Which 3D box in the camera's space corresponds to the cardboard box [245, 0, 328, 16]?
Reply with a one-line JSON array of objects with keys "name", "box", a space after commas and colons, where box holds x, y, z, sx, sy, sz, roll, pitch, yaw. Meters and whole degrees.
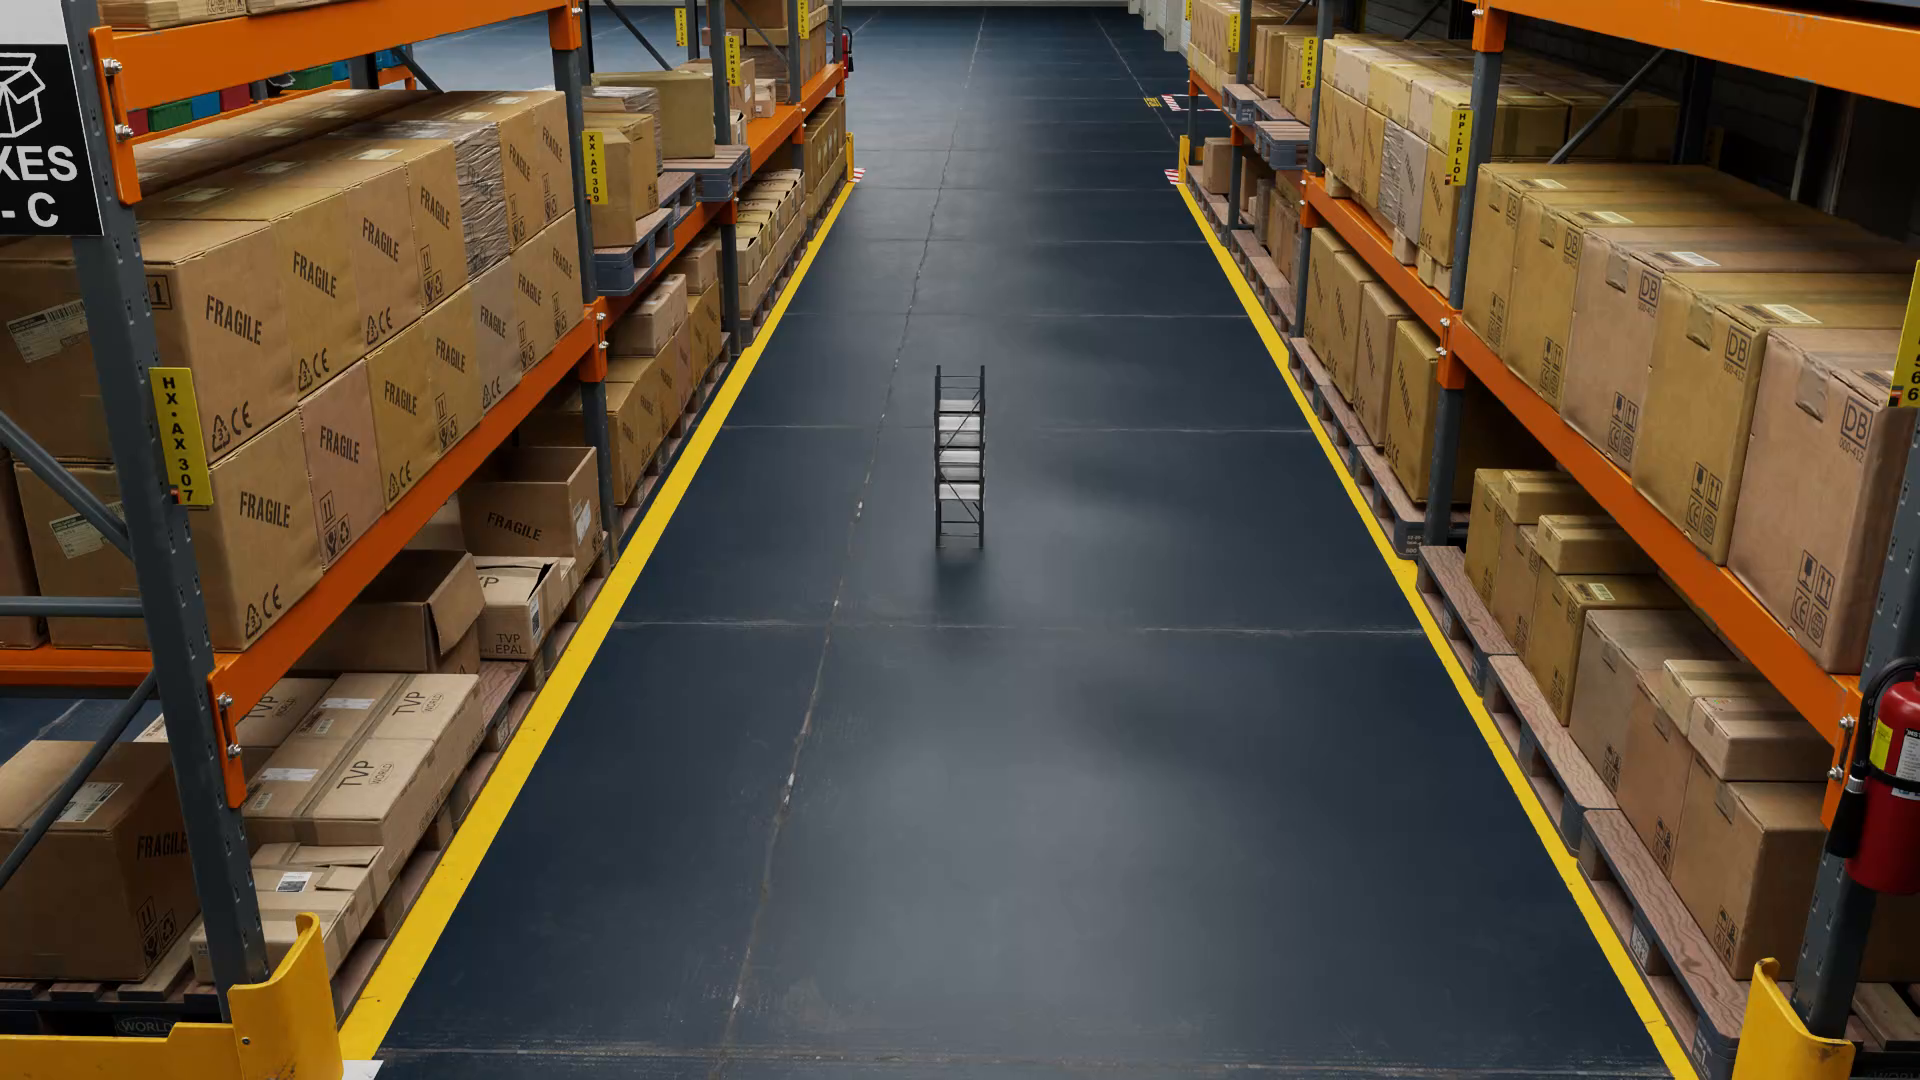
[{"name": "cardboard box", "box": [-2.021, -1.528, 4.381, 0.500, 0.250, 0.500, 1, 21, 2]}]

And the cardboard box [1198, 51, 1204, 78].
[{"name": "cardboard box", "box": [2.764, -4.962, 17.351, 0.500, 0.250, 0.500, 0, 21, 1]}]

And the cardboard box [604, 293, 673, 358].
[{"name": "cardboard box", "box": [-1.909, -1.206, 9.300, 0.500, 0.250, 0.500, 1, 21, 2]}]

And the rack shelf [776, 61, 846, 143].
[{"name": "rack shelf", "box": [-1.893, -4.563, 17.136, 1.077, 0.370, 4.000, 1, 21, 2]}]

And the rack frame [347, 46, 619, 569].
[{"name": "rack frame", "box": [-2.198, -1.282, 7.687, 1.000, 3.000, 0.127, 1, 21, 2]}]

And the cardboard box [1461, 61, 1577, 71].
[{"name": "cardboard box", "box": [3.068, -2.496, 9.202, 0.500, 0.250, 0.500, 0, 21, 0]}]

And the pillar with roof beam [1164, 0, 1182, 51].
[{"name": "pillar with roof beam", "box": [0.207, -14.658, 33.866, 9.100, 9.000, 0.400, 1, 21, 2]}]

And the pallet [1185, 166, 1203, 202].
[{"name": "pallet", "box": [3.057, -3.947, 18.410, 1.003, 0.211, 1.213, 1, 21, 2]}]

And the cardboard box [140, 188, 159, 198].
[{"name": "cardboard box", "box": [-2.566, -0.695, 4.654, 0.500, 0.500, 0.500, 1, 21, 3]}]

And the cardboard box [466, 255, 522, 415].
[{"name": "cardboard box", "box": [-1.984, -0.773, 6.237, 0.500, 0.500, 0.500, 1, 21, 3]}]

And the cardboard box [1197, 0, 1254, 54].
[{"name": "cardboard box", "box": [2.757, -5.322, 17.242, 0.500, 0.500, 0.500, 0, 21, 0]}]

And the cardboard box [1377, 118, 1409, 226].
[{"name": "cardboard box", "box": [2.545, -1.960, 8.856, 0.500, 0.500, 0.500, 1, 21, 2]}]

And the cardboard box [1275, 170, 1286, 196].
[{"name": "cardboard box", "box": [2.982, -3.086, 14.145, 0.500, 0.250, 0.500, 0, 21, 0]}]

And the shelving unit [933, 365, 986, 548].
[{"name": "shelving unit", "box": [0.000, -0.417, 8.359, 0.258, 0.900, 0.210, 1, 21, 2]}]

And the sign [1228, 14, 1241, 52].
[{"name": "sign", "box": [2.455, -4.529, 14.857, 0.100, 0.325, 0.005, 1, 21, 2]}]

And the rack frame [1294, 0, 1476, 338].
[{"name": "rack frame", "box": [2.876, -2.675, 11.278, 1.000, 3.000, 0.127, 1, 21, 2]}]

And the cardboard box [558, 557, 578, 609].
[{"name": "cardboard box", "box": [-1.883, 0.187, 7.233, 0.380, 0.149, 0.250, 1, 21, 2]}]

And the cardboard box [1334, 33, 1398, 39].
[{"name": "cardboard box", "box": [2.851, -3.471, 11.685, 0.380, 0.149, 0.250, -3, 21, -7]}]

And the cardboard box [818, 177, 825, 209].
[{"name": "cardboard box", "box": [-1.617, -3.434, 16.453, 0.500, 0.250, 0.500, 1, 21, 2]}]

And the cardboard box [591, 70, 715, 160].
[{"name": "cardboard box", "box": [-1.982, -2.742, 10.731, 0.700, 0.500, 0.500, -7, 22, -16]}]

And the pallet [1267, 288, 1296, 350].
[{"name": "pallet", "box": [2.901, -1.658, 12.510, 1.003, 0.211, 1.213, 1, 21, 2]}]

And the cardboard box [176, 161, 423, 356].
[{"name": "cardboard box", "box": [-2.014, -0.876, 5.120, 0.500, 0.500, 0.500, 1, 21, 2]}]

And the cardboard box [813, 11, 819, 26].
[{"name": "cardboard box", "box": [-1.685, -5.457, 17.411, 0.380, 0.149, 0.250, 1, 21, 3]}]

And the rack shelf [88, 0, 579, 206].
[{"name": "rack shelf", "box": [-2.258, -1.622, 5.411, 1.077, 0.370, 4.000, 1, 21, 2]}]

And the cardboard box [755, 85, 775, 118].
[{"name": "cardboard box", "box": [-1.797, -3.792, 14.342, 0.396, 0.266, 0.258, 0, 21, 0]}]

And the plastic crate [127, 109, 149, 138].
[{"name": "plastic crate", "box": [-6.672, -3.395, 13.044, 0.402, 0.464, 0.583, 1, 21, 2]}]

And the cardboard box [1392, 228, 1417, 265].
[{"name": "cardboard box", "box": [2.467, -1.528, 8.639, 0.380, 0.149, 0.250, 1, 21, 2]}]

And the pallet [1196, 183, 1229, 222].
[{"name": "pallet", "box": [3.017, -3.507, 17.276, 1.003, 0.211, 1.213, 1, 21, 2]}]

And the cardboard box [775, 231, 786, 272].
[{"name": "cardboard box", "box": [-1.726, -2.384, 13.747, 0.500, 0.250, 0.500, 1, 21, 3]}]

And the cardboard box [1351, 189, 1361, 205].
[{"name": "cardboard box", "box": [2.641, -2.173, 10.302, 0.380, 0.149, 0.250, 0, 21, 1]}]

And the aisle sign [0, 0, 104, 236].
[{"name": "aisle sign", "box": [-2.028, -1.020, 3.418, 0.394, 0.787, 0.004, 1, 21, 2]}]

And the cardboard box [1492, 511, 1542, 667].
[{"name": "cardboard box", "box": [2.610, 0.191, 6.764, 0.700, 0.500, 0.500, 0, 21, 1]}]

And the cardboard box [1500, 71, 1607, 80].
[{"name": "cardboard box", "box": [3.048, -2.307, 8.715, 0.500, 0.250, 0.500, 0, 21, 0]}]

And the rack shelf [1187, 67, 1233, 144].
[{"name": "rack shelf", "box": [3.058, -4.510, 16.999, 1.077, 0.370, 4.000, 1, 21, 2]}]

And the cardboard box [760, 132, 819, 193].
[{"name": "cardboard box", "box": [-1.627, -3.603, 15.851, 0.500, 0.500, 0.500, 1, 21, 2]}]

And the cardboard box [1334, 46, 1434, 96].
[{"name": "cardboard box", "box": [2.589, -2.864, 10.150, 0.500, 0.250, 0.500, 0, 21, 1]}]

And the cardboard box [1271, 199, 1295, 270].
[{"name": "cardboard box", "box": [2.970, -2.524, 13.734, 0.700, 0.500, 0.500, 1, 21, 2]}]

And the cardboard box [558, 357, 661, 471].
[{"name": "cardboard box", "box": [-1.934, -0.687, 9.001, 0.500, 0.500, 0.500, 1, 21, 2]}]

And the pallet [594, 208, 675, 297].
[{"name": "pallet", "box": [-2.064, -1.481, 8.464, 1.003, 0.211, 1.213, 1, 21, 2]}]

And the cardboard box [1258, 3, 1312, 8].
[{"name": "cardboard box", "box": [3.265, -5.133, 16.755, 0.500, 0.500, 0.500, 1, 21, 2]}]

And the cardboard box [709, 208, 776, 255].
[{"name": "cardboard box", "box": [-1.741, -2.465, 13.179, 0.500, 0.311, 0.500, 0, 21, 0]}]

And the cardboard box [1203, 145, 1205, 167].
[{"name": "cardboard box", "box": [3.008, -4.270, 18.497, 0.500, 0.311, 0.500, -2, 21, -4]}]

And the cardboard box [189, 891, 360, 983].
[{"name": "cardboard box", "box": [-1.963, 1.140, 4.776, 0.380, 0.149, 0.250, 1, 21, 2]}]

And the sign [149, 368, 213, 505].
[{"name": "sign", "box": [-1.777, -0.234, 3.788, 0.100, 0.325, 0.005, 1, 21, 2]}]

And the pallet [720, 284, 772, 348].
[{"name": "pallet", "box": [-2.012, -1.726, 12.685, 1.003, 0.211, 1.213, 1, 21, 2]}]

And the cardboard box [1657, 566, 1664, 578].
[{"name": "cardboard box", "box": [2.802, 0.034, 6.273, 0.380, 0.149, 0.250, 1, 21, 2]}]

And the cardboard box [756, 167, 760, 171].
[{"name": "cardboard box", "box": [-2.132, -3.789, 16.332, 0.500, 0.500, 0.500, 1, 21, 2]}]

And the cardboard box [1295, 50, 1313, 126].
[{"name": "cardboard box", "box": [2.870, -3.300, 12.140, 0.700, 0.500, 0.500, -1, 21, -3]}]

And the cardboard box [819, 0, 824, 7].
[{"name": "cardboard box", "box": [-1.861, -6.085, 18.133, 0.700, 0.500, 0.500, 1, 21, 2]}]

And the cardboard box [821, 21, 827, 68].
[{"name": "cardboard box", "box": [-1.860, -5.499, 18.417, 0.700, 0.500, 0.500, 1, 21, 2]}]

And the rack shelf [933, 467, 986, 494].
[{"name": "rack shelf", "box": [0.000, -0.302, 8.403, 0.258, 0.077, 0.200, 1, 21, 2]}]
